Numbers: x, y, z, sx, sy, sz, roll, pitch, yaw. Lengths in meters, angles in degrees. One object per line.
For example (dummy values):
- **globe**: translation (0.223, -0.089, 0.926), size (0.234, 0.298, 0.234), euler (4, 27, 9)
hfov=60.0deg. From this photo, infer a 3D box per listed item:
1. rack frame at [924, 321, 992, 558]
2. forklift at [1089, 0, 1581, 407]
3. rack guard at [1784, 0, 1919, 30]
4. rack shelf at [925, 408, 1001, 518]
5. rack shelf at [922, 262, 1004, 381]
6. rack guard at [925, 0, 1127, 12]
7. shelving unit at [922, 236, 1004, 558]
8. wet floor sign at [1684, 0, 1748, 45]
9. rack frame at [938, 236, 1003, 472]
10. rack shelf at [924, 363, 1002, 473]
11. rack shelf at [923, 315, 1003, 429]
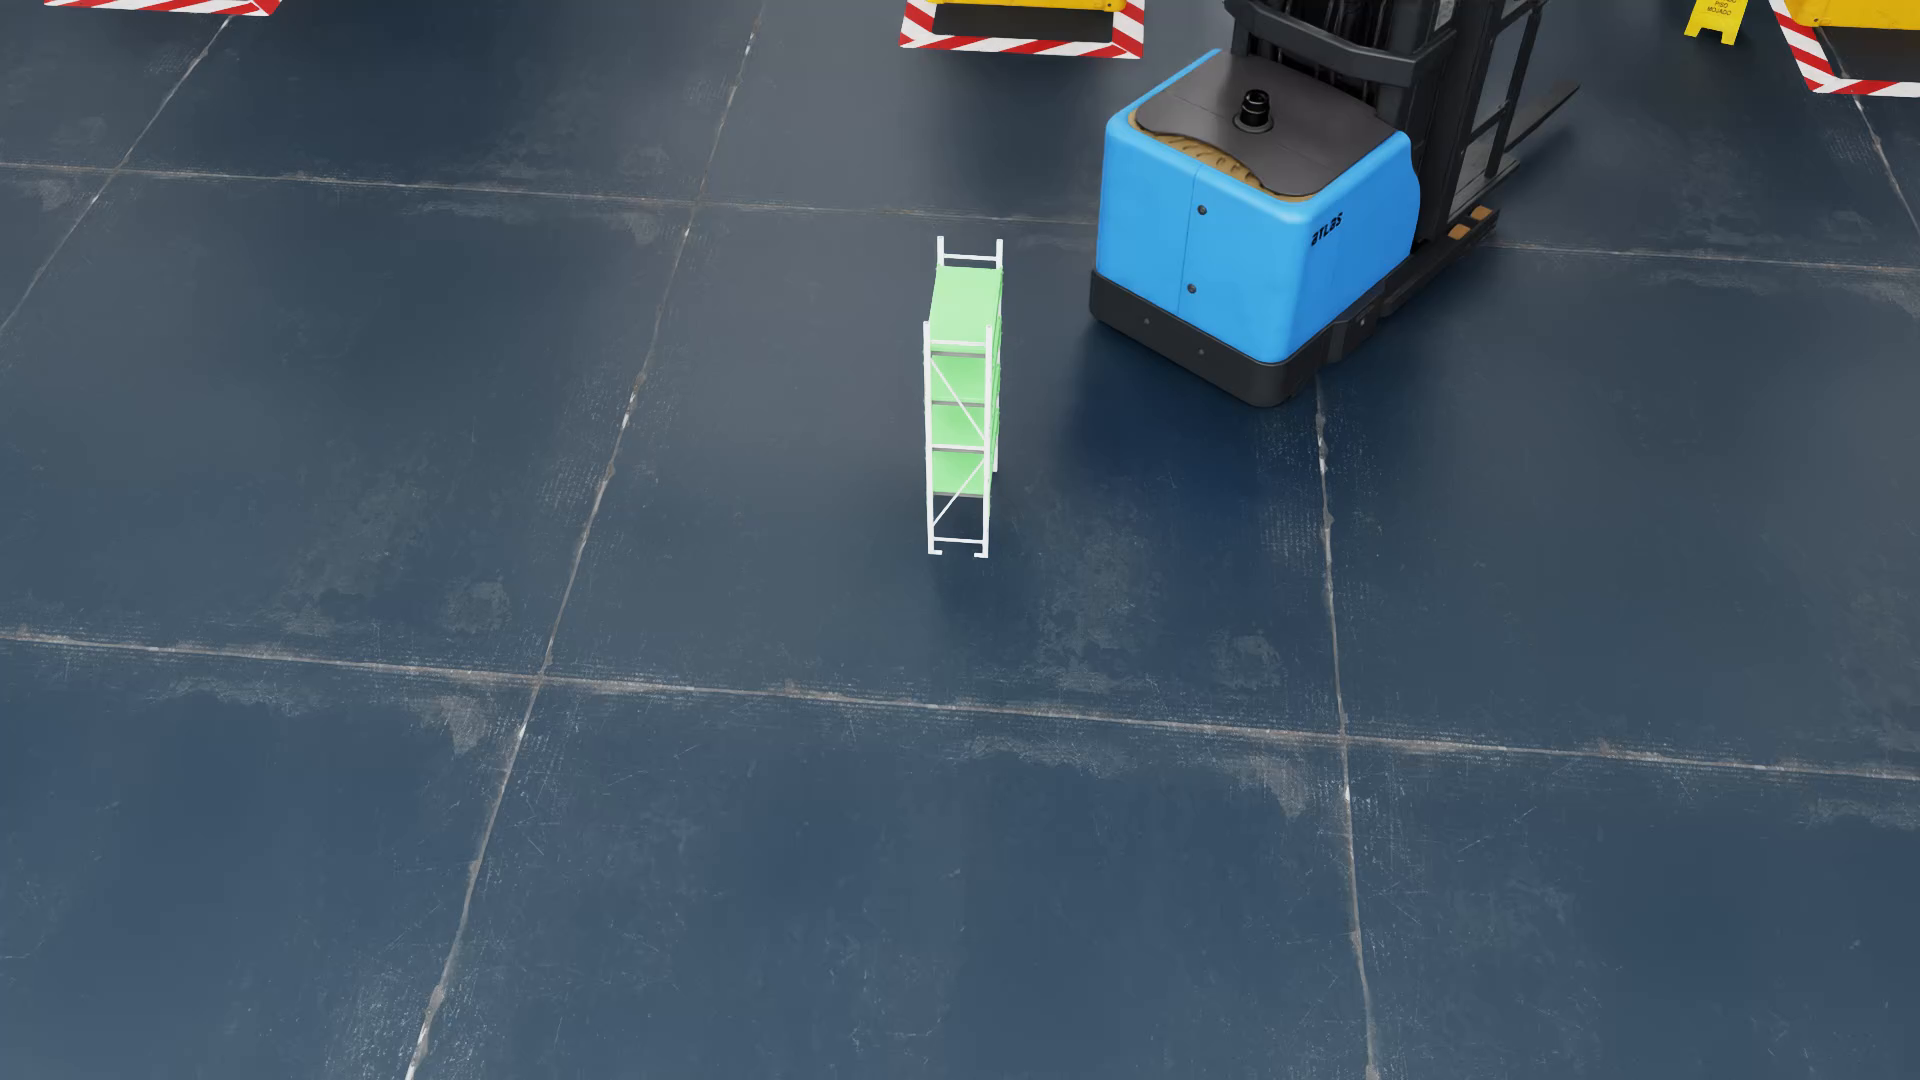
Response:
- **rack frame**: translation (-0.007, -0.347, 6.255), size (0.240, 1.200, 0.015), euler (4, 48, 4)
- **forklift**: translation (1.957, -2.566, 7.111), size (1.130, 2.935, 3.031), euler (34, 56, 27)
- **rack guard**: translation (5.328, -3.167, 9.308), size (1.175, 0.500, 0.348), euler (4, 48, 4)
- **rack shelf**: translation (0.015, -0.321, 6.643), size (0.258, 0.148, 0.480), euler (4, 48, 4)
- **rack shelf**: translation (0.015, -0.807, 6.111), size (0.258, 0.148, 0.480), euler (4, 48, 4)
- **rack guard**: translation (0.381, -3.352, 9.477), size (1.175, 0.500, 0.348), euler (4, 48, 4)
- **shelving unit**: translation (0.015, -0.527, 6.419), size (0.258, 1.200, 0.503), euler (4, 48, 4)
- **wet floor sign**: translation (4.239, -3.093, 9.141), size (0.267, 0.644, 0.232), euler (19, 50, 17)
- **rack frame**: translation (0.037, -0.706, 6.583), size (0.240, 1.200, 0.015), euler (4, 48, 4)
- **rack shelf**: translation (0.015, -0.483, 6.466), size (0.258, 0.148, 0.480), euler (4, 48, 4)
- **rack shelf**: translation (0.015, -0.645, 6.289), size (0.258, 0.148, 0.480), euler (4, 48, 4)
